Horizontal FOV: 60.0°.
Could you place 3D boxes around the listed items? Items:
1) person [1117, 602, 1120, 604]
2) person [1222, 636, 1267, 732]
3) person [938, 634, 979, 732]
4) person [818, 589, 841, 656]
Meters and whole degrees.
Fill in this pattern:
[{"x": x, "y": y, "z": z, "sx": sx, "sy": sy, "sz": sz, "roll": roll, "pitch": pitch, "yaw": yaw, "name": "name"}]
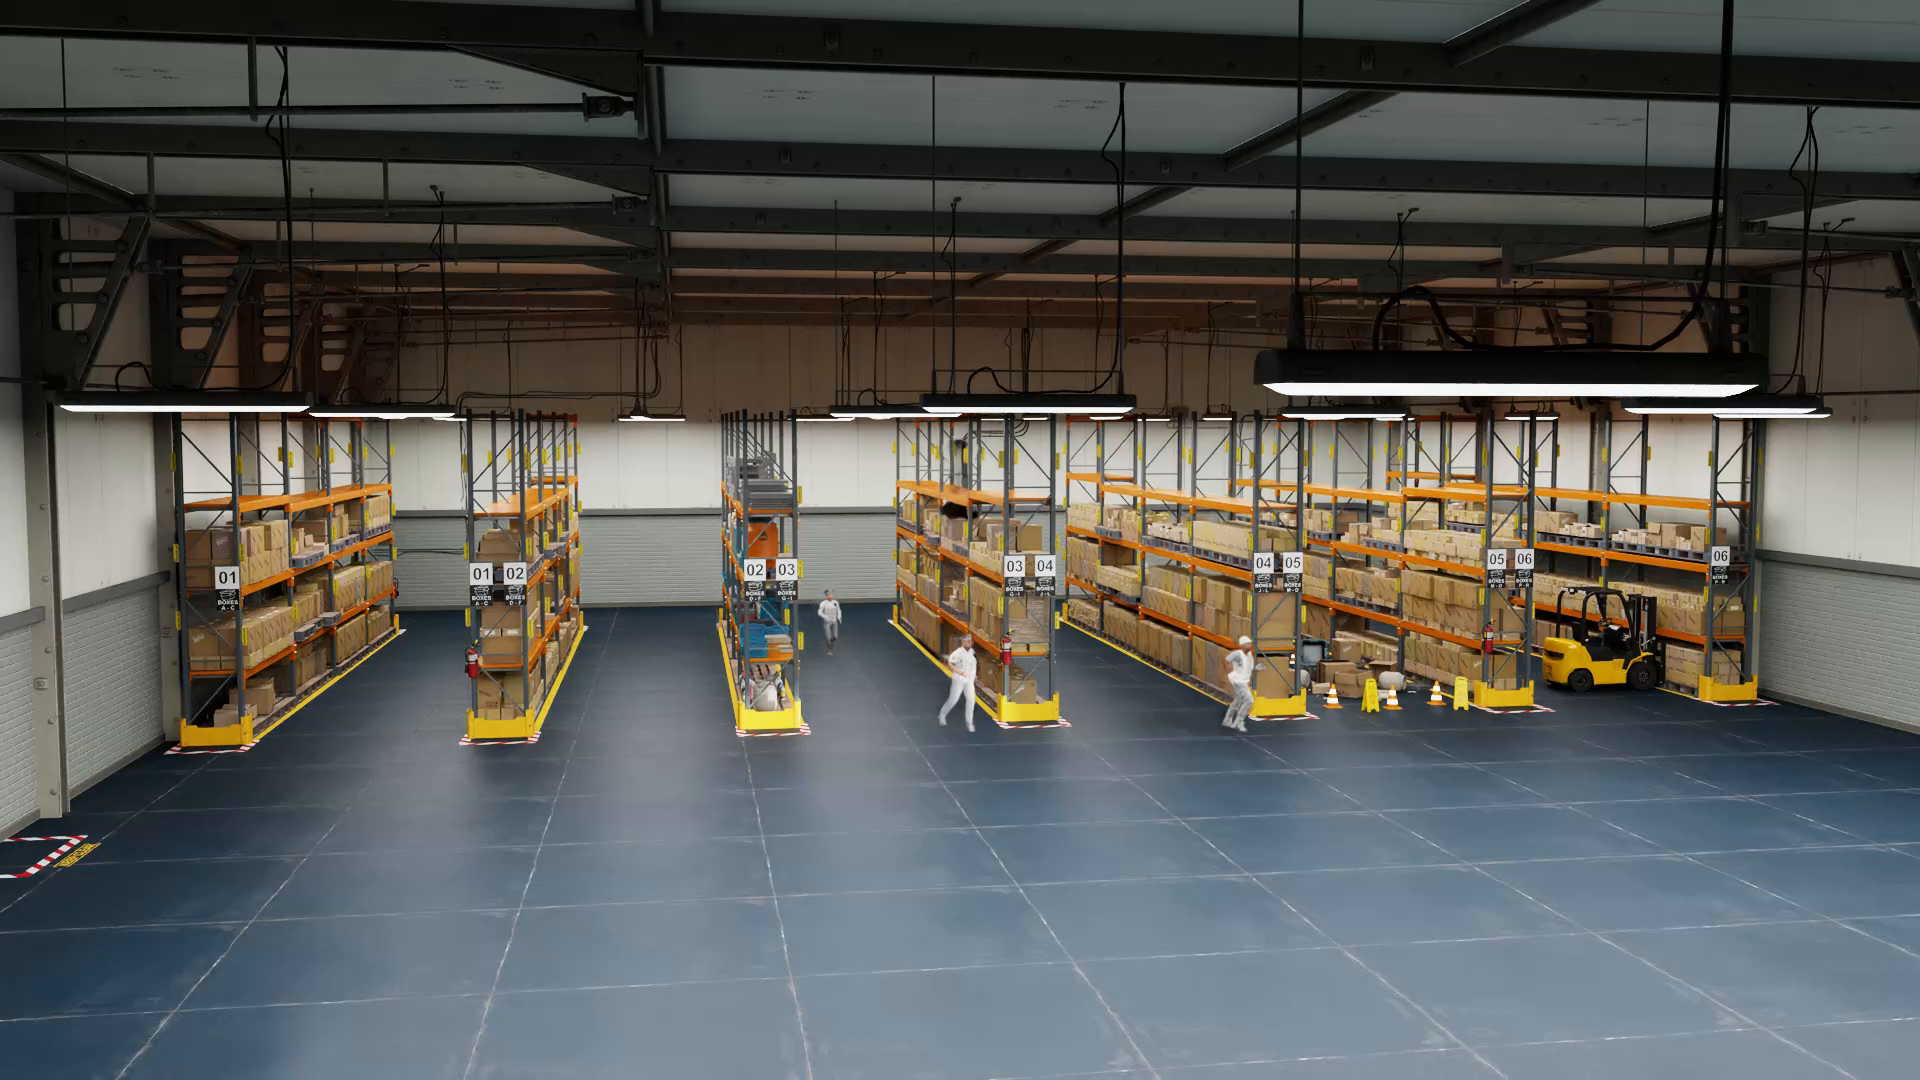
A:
[{"x": 4.845, "y": 1.452, "z": 49.172, "sx": 0.696, "sy": 1.772, "sz": 0.687, "roll": -4, "pitch": 5, "yaw": -43, "name": "person"}, {"x": 5.267, "y": 2.691, "z": 30.992, "sx": 0.794, "sy": 1.813, "sz": 0.677, "roll": 2, "pitch": 5, "yaw": 31, "name": "person"}, {"x": 0.080, "y": 2.660, "z": 31.319, "sx": 0.742, "sy": 1.783, "sz": 0.929, "roll": -3, "pitch": 5, "yaw": -35, "name": "person"}, {"x": -3.202, "y": 2.035, "z": 41.152, "sx": 0.612, "sy": 1.658, "sz": 0.542, "roll": -1, "pitch": 4, "yaw": -19, "name": "person"}]
